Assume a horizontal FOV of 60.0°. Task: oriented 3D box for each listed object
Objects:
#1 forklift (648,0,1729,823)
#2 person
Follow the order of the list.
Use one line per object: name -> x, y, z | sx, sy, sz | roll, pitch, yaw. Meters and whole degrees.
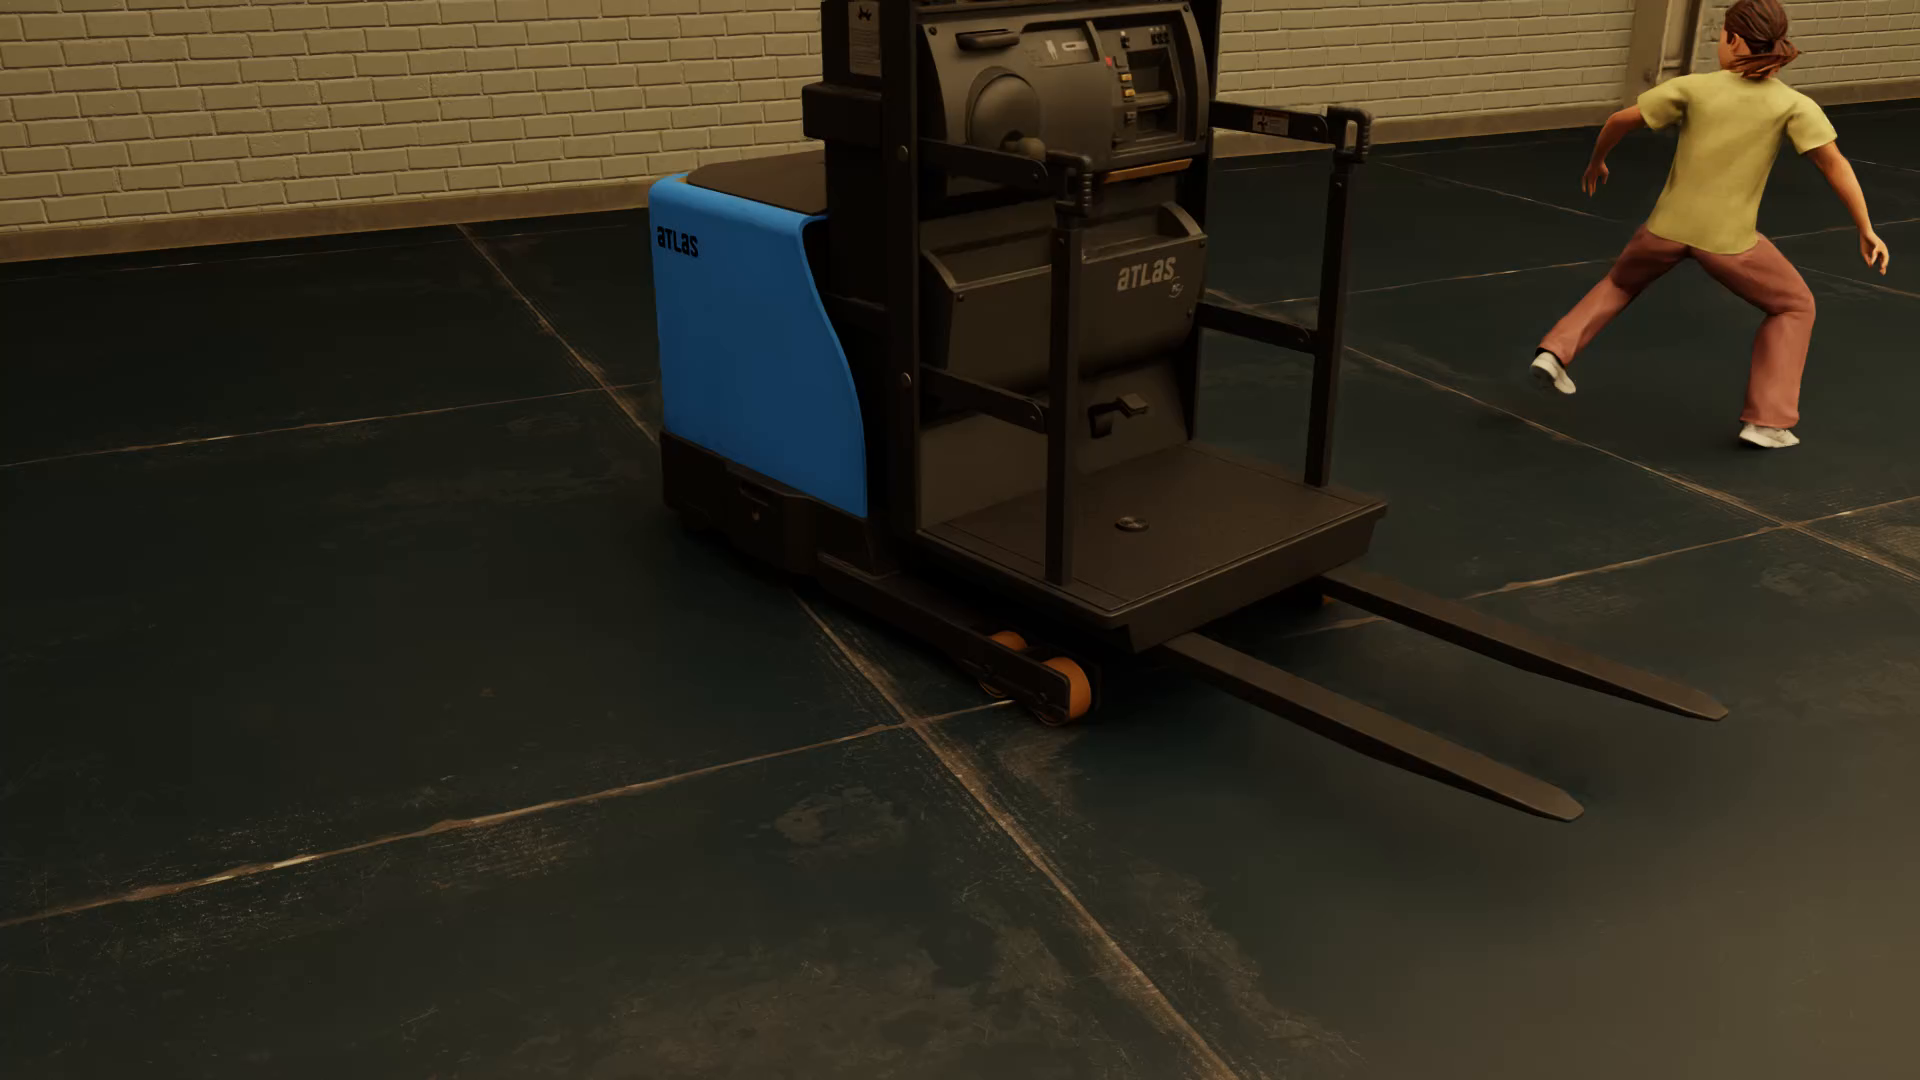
forklift -> 0.425, -1.123, 3.989 | 1.130, 2.935, 3.031 | -19, 29, -38
person -> 2.626, -1.055, 5.743 | 1.073, 1.567, 0.508 | 16, 27, 33
